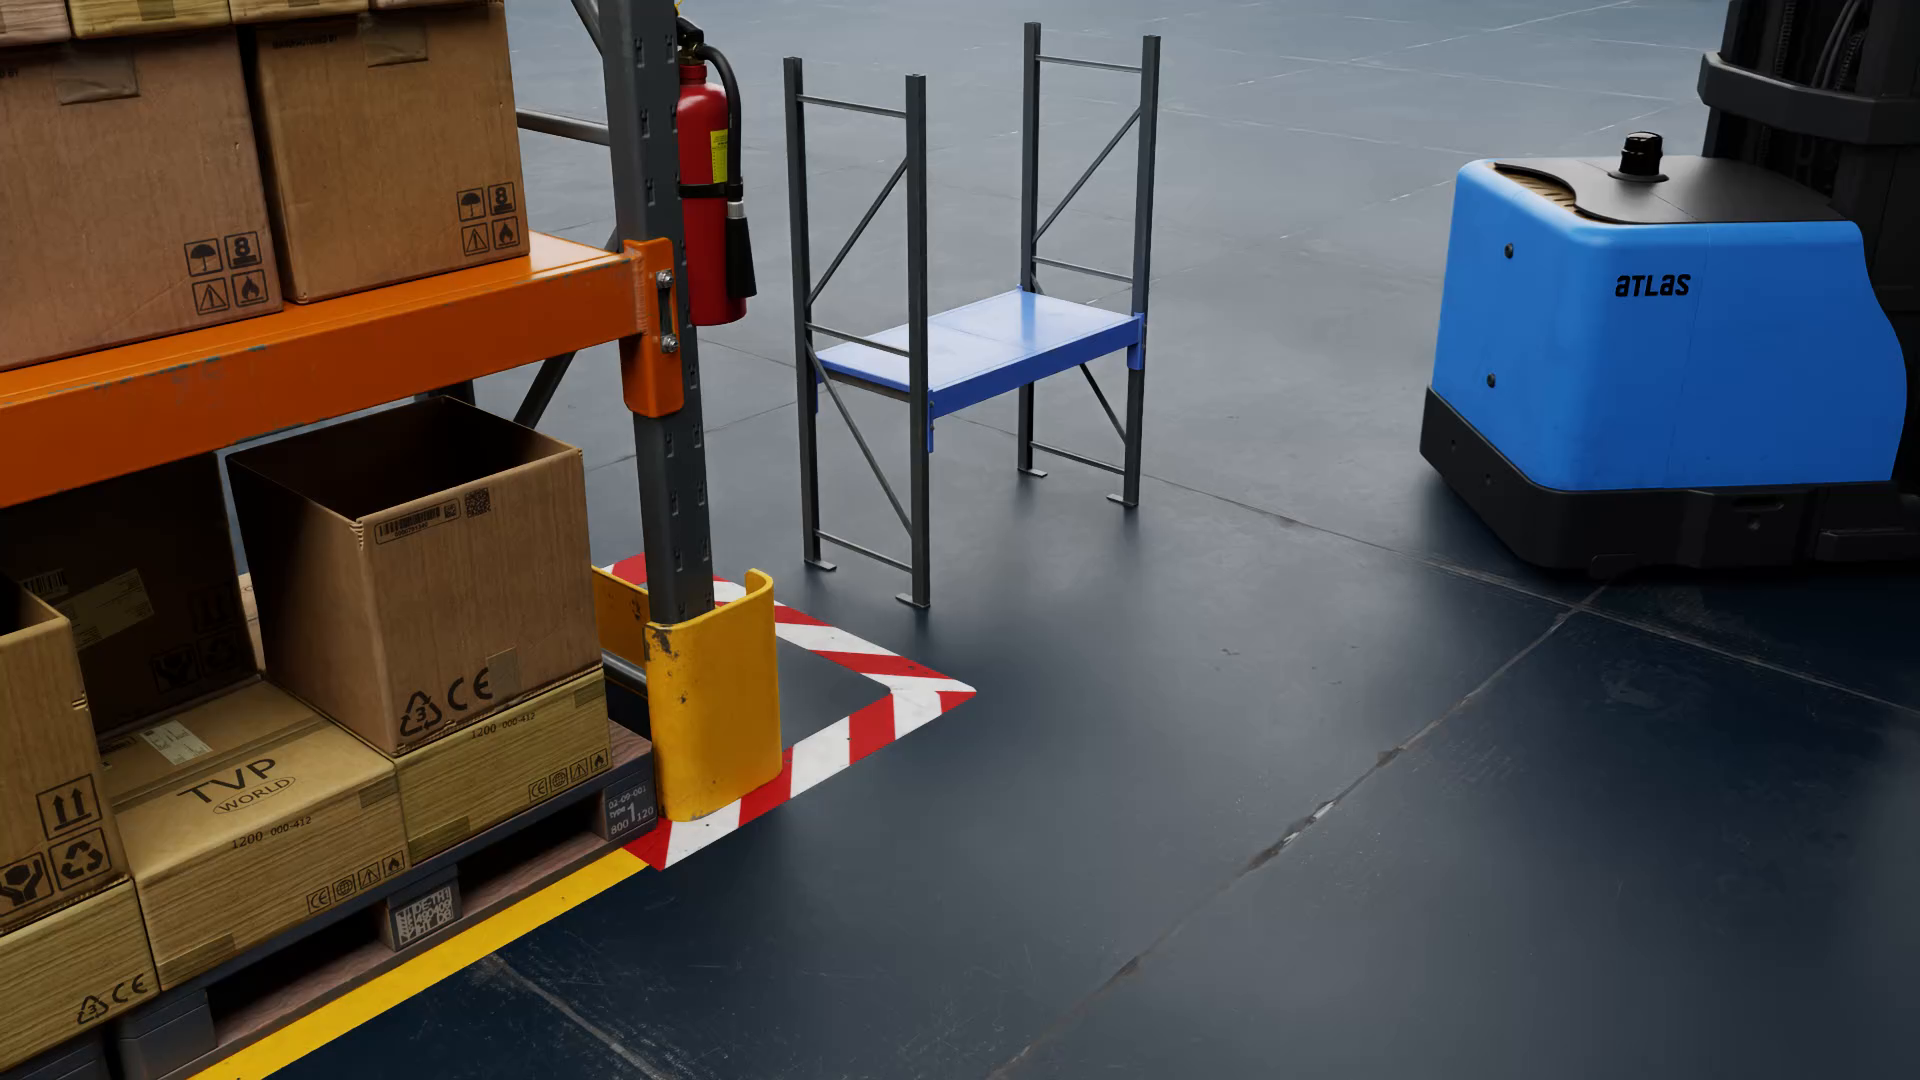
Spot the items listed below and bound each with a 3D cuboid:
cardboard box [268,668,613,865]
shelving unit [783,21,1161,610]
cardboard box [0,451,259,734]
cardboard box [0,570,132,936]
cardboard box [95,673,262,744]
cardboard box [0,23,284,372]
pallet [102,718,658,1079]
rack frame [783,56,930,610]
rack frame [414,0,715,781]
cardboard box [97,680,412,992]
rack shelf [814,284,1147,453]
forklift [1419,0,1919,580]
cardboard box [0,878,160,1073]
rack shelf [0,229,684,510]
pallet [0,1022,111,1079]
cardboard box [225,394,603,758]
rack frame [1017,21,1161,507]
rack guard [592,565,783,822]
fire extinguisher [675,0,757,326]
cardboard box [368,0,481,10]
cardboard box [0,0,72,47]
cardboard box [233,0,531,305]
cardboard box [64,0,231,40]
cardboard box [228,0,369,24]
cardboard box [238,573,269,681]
[{"bbox_3d":[-1.106,0.391,3.559,0.500,0.250,0.500,20,31,38],"label":"cardboard box"},{"bbox_3d":[0.057,-0.710,5.001,0.538,1.500,1.048,20,31,38],"label":"shelving unit"},{"bbox_3d":[-1.823,0.060,3.380,0.500,0.500,0.500,20,31,38],"label":"cardboard box"},{"bbox_3d":[-1.760,0.358,2.716,0.500,0.500,0.500,20,31,38],"label":"cardboard box"},{"bbox_3d":[-1.822,0.403,3.532,0.500,0.250,0.500,20,31,38],"label":"cardboard box"},{"bbox_3d":[-1.636,-0.662,2.937,0.700,0.500,0.500,21,32,39],"label":"cardboard box"},{"bbox_3d":[-1.447,0.601,3.652,1.003,0.211,1.213,20,31,38],"label":"pallet"},{"bbox_3d":[-0.282,-0.555,4.656,0.500,1.500,0.032,20,31,38],"label":"rack frame"},{"bbox_3d":[-0.968,-0.916,3.627,1.000,3.000,0.127,20,31,38],"label":"rack frame"},{"bbox_3d":[-1.430,0.547,3.212,0.500,0.250,0.500,20,31,38],"label":"cardboard box"},{"bbox_3d":[0.057,-0.546,5.075,0.538,0.185,1.000,20,31,38],"label":"rack shelf"},{"bbox_3d":[3.135,-1.452,4.905,3.031,2.935,1.130,-2,24,-5],"label":"forklift"},{"bbox_3d":[-1.763,0.700,2.871,0.500,0.250,0.500,20,31,38],"label":"cardboard box"},{"bbox_3d":[-2.302,0.022,2.415,1.077,0.370,4.000,20,31,38],"label":"rack shelf"},{"bbox_3d":[-2.261,0.971,2.827,1.003,0.211,1.213,20,31,38],"label":"pallet"},{"bbox_3d":[-1.104,0.050,3.404,0.500,0.500,0.500,20,31,38],"label":"cardboard box"},{"bbox_3d":[0.396,-0.865,5.347,0.500,1.500,0.032,20,31,38],"label":"rack frame"},{"bbox_3d":[-0.952,0.217,4.154,1.175,0.500,0.348,20,31,38],"label":"rack guard"},{"bbox_3d":[-0.543,-0.790,3.440,0.296,0.674,0.183,20,31,38],"label":"fire extinguisher"},{"bbox_3d":[-1.081,-1.089,3.098,0.380,0.149,0.250,20,31,37],"label":"cardboard box"},{"bbox_3d":[-1.595,-0.855,2.576,0.380,0.149,0.250,21,31,38],"label":"cardboard box"},{"bbox_3d":[-1.289,-0.823,3.297,0.700,0.500,0.500,20,31,38],"label":"cardboard box"},{"bbox_3d":[-1.425,-0.931,2.745,0.380,0.149,0.250,20,31,37],"label":"cardboard box"},{"bbox_3d":[-1.254,-1.009,2.919,0.380,0.149,0.250,21,32,39],"label":"cardboard box"},{"bbox_3d":[-1.491,0.250,3.874,0.500,0.250,0.500,20,31,38],"label":"cardboard box"}]
